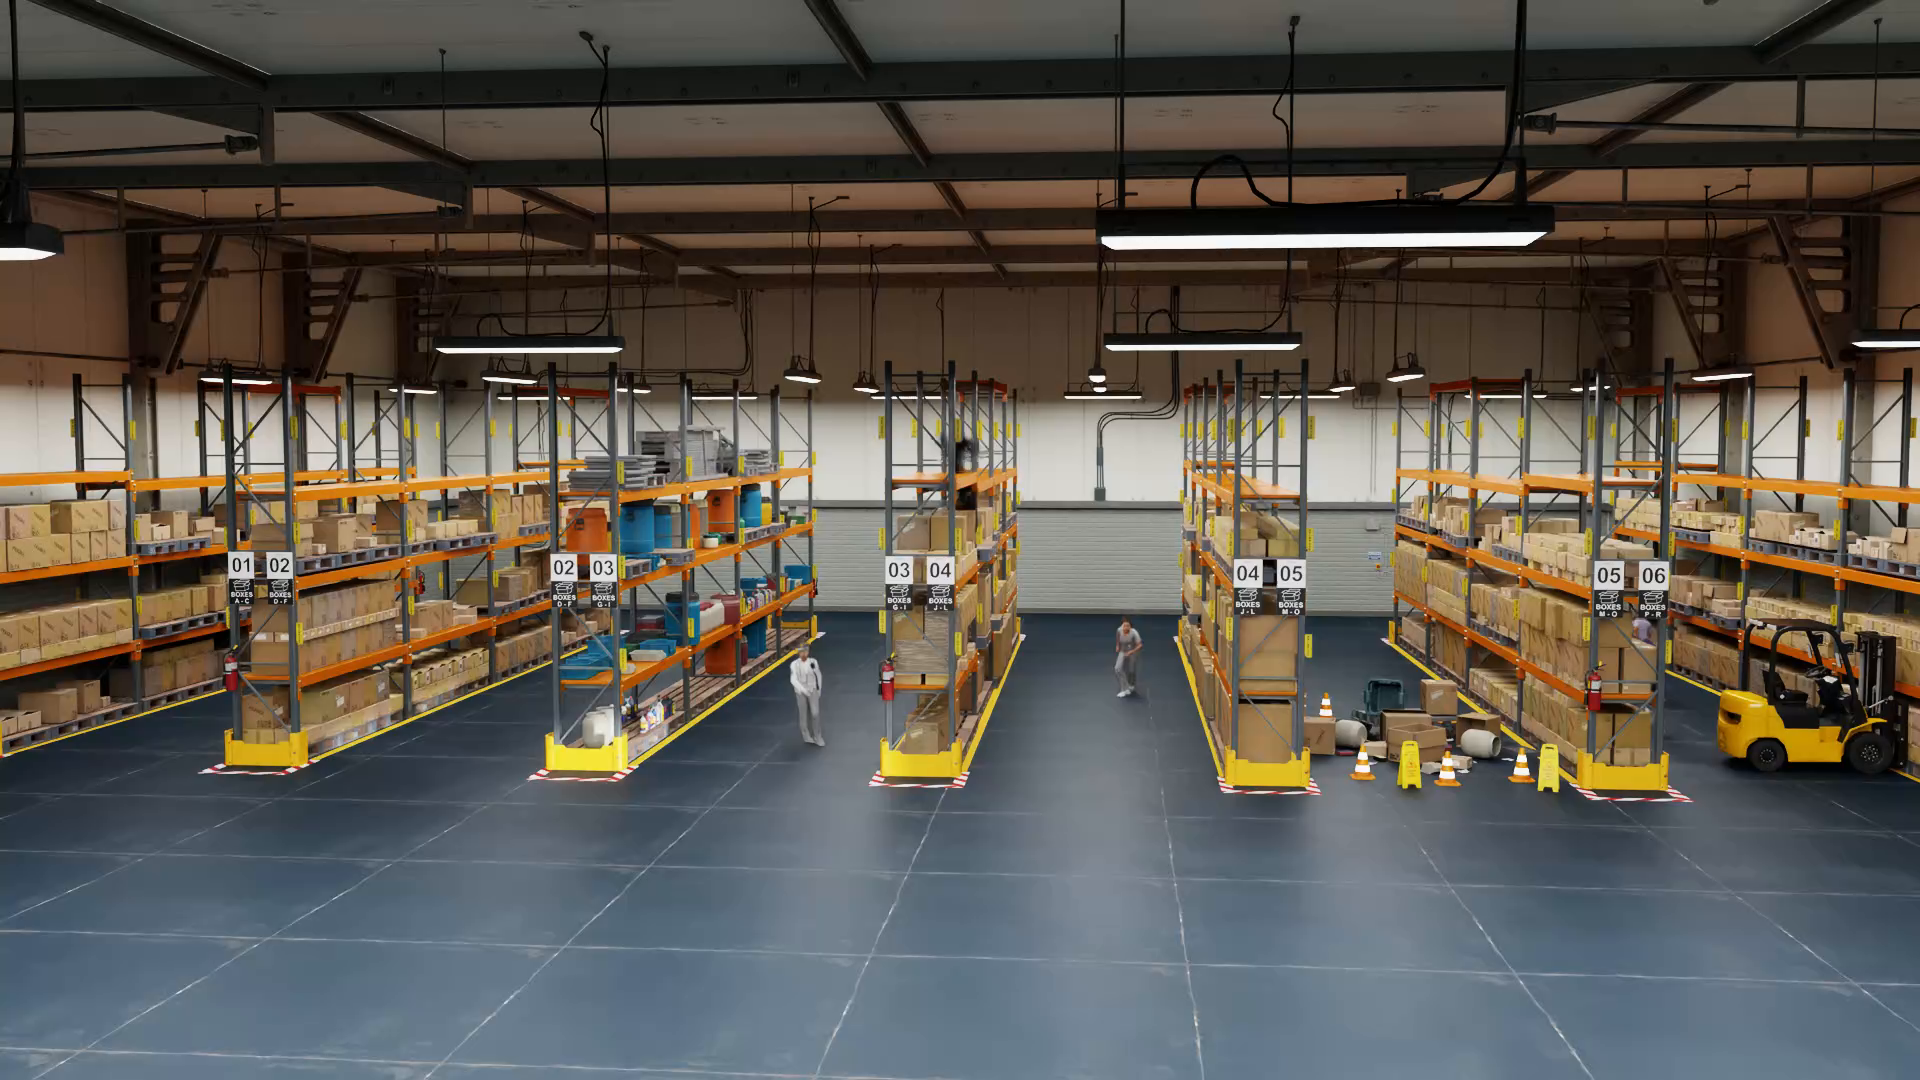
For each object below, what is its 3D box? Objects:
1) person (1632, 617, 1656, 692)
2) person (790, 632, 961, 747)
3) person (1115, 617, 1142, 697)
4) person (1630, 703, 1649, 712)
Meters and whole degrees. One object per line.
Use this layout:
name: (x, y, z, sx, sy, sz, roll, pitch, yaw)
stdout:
person: (13.016, 2.206, 31.678, 0.559, 1.453, 0.929, -1, 4, -12)
person: (-1.387, 2.290, 25.321, 1.858, 2.082, 3.299, -1, 4, -19)
person: (3.219, 2.162, 31.361, 0.587, 1.495, 1.023, 2, 4, 23)
person: (11.567, 2.490, 28.427, 0.538, 1.311, 0.552, -1, 4, -8)
